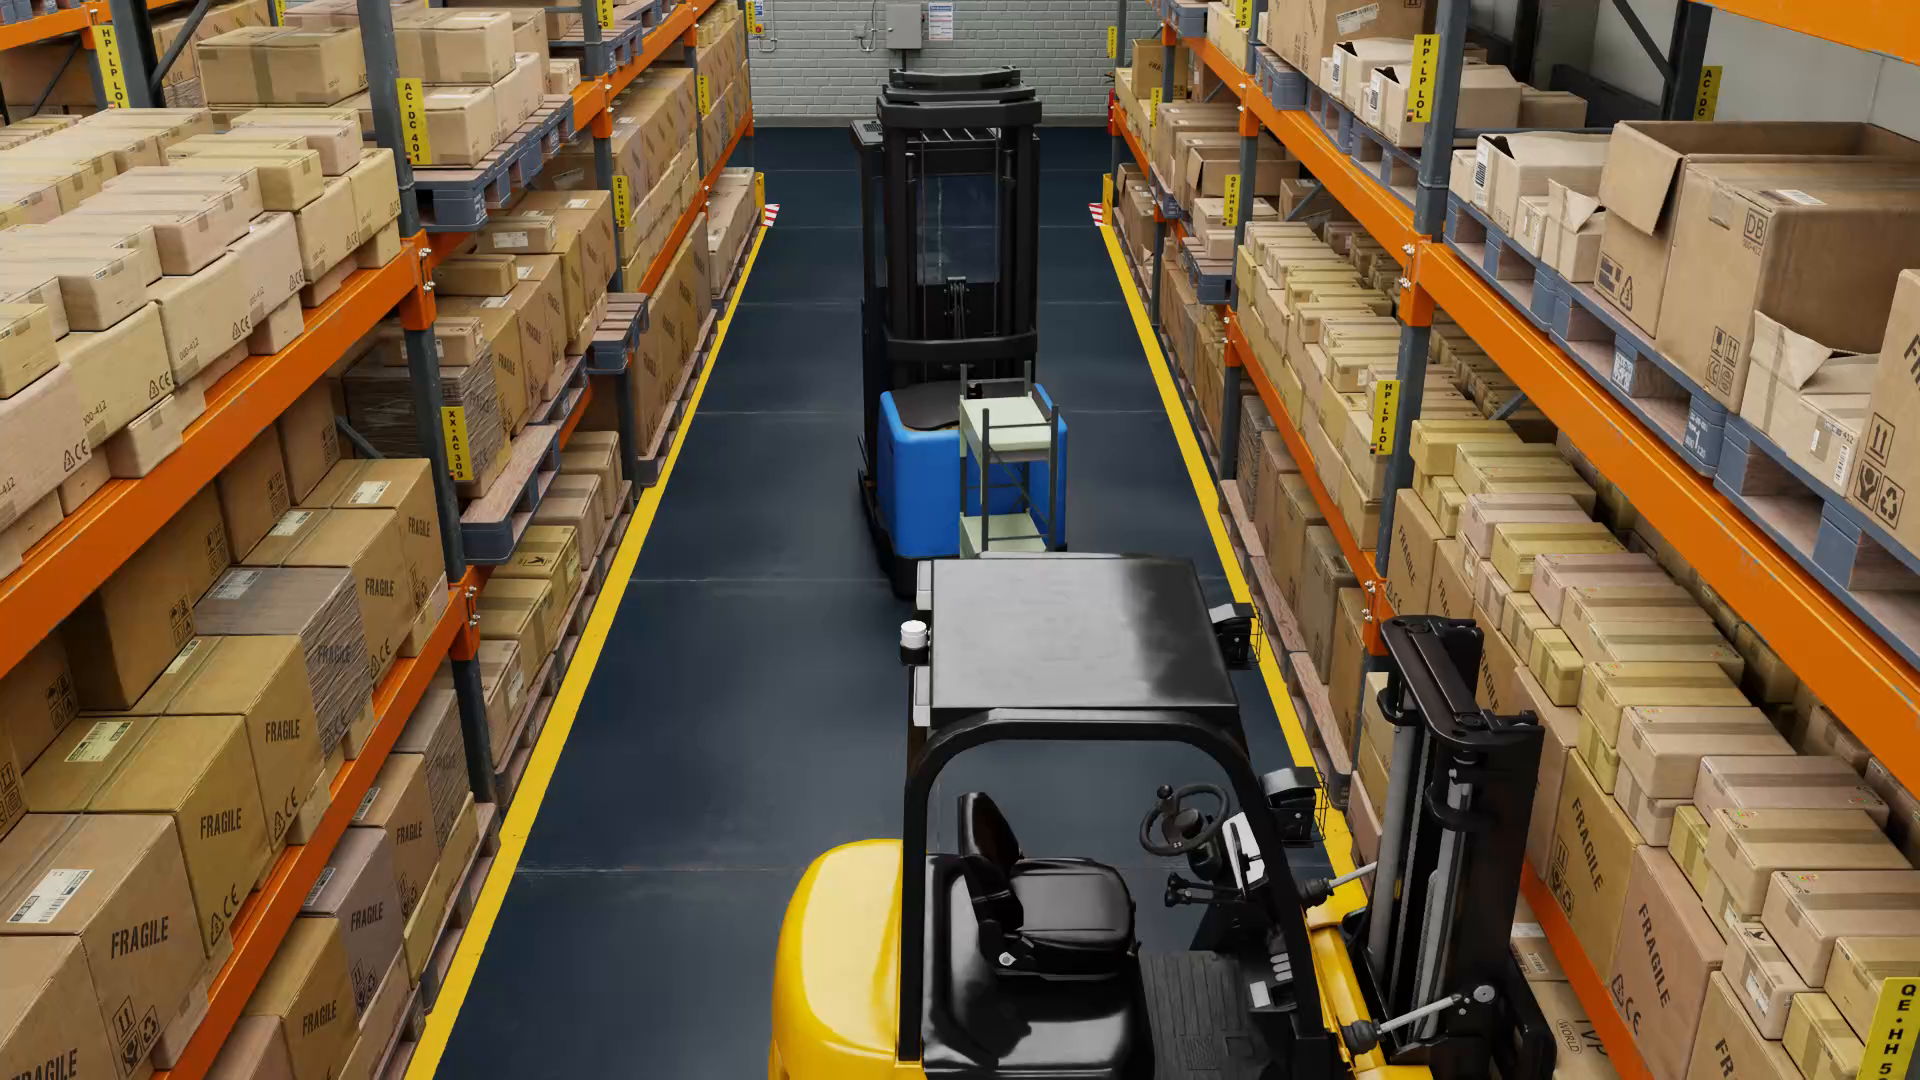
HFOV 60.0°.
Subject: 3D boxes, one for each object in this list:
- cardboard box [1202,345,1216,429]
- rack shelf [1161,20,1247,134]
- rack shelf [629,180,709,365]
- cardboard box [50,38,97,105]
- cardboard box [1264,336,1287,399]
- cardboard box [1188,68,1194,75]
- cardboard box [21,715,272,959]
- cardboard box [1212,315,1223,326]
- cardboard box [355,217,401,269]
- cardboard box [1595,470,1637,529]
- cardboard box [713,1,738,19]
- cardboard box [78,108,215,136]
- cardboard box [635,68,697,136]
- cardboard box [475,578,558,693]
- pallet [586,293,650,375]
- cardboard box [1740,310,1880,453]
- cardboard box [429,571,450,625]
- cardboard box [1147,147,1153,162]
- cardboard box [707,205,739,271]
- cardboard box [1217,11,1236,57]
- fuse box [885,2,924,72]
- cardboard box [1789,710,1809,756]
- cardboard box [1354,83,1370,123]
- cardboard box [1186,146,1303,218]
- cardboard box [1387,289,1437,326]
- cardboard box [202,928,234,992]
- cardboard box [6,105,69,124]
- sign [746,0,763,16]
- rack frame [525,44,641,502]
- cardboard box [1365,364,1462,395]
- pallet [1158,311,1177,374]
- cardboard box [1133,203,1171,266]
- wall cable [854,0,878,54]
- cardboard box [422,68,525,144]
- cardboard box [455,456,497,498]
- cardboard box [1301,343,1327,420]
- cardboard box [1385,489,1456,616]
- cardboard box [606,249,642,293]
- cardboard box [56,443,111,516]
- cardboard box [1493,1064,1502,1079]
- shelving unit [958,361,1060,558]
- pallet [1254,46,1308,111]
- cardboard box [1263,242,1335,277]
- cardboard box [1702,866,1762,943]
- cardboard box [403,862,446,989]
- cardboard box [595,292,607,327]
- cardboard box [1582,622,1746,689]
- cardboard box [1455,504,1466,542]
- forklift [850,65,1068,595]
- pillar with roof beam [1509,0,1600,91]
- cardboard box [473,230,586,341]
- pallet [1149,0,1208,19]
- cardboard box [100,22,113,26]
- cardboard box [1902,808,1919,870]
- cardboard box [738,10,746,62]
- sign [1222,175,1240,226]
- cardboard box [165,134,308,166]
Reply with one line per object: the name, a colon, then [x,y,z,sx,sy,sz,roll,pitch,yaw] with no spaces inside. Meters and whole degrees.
cardboard box: [2.057,-1.105,12.078,0.500,0.500,0.500,-1,24,-1]
rack shelf: [2.250,-3.536,12.162,1.077,0.370,4.000,0,24,-1]
rack shelf: [-2.713,-2.146,12.728,1.077,0.370,4.000,0,24,-1]
cardboard box: [-7.445,-4.058,14.386,0.500,0.500,0.500,0,24,1]
cardboard box: [2.046,-1.002,9.507,0.500,0.250,0.500,-1,24,-2]
cardboard box: [2.455,-4.849,17.652,0.500,0.250,0.500,0,24,1]
cardboard box: [-2.348,0.846,4.757,0.500,0.500,0.500,-1,24,-2]
cardboard box: [2.063,-1.554,12.282,0.380,0.149,0.250,0,24,1]
cardboard box: [-2.339,-1.125,6.262,0.380,0.149,0.250,0,24,0]
cardboard box: [2.599,-0.159,6.192,0.380,0.149,0.250,0,24,-1]
cardboard box: [-2.461,-5.385,16.895,0.380,0.149,0.250,0,24,-1]
cardboard box: [-2.971,-1.486,6.092,0.380,0.149,0.250,-1,24,-1]
cardboard box: [-2.479,-3.616,13.770,0.500,0.500,0.500,1,24,1]
cardboard box: [-2.667,0.492,8.701,0.950,0.372,0.625,1,24,3]
pallet: [-2.577,-1.269,10.148,1.213,0.211,1.003,0,24,-1]
cardboard box: [2.044,-0.364,3.807,0.396,0.266,0.258,0,24,0]
cardboard box: [-2.339,0.244,6.875,0.380,0.149,0.250,-1,24,-1]
cardboard box: [1.921,-3.552,15.268,0.380,0.149,0.250,0,24,1]
cardboard box: [-2.645,-2.950,16.232,0.875,0.438,0.875,-1,24,-2]
cardboard box: [2.017,-3.389,11.146,0.500,0.250,0.500,0,24,0]
fuse box: [-0.761,-6.632,23.336,0.539,1.711,0.414,0,24,-1]
cardboard box: [2.672,0.611,4.851,0.380,0.149,0.250,1,24,1]
cardboard box: [2.000,-1.966,7.491,0.380,0.149,0.250,0,24,-1]
cardboard box: [2.069,-2.584,12.187,0.797,0.503,0.637,-1,24,-2]
cardboard box: [2.514,-1.249,8.963,0.380,0.149,0.250,0,24,1]
cardboard box: [-2.333,1.196,4.771,0.380,0.149,0.250,0,24,1]
cardboard box: [-7.971,-3.613,14.616,0.500,0.500,0.500,0,24,0]
sign: [-2.912,-7.418,23.183,0.327,0.218,0.001,0,24,-1]
rack frame: [-2.691,-1.650,10.757,1.000,3.000,0.127,0,24,-1]
cardboard box: [2.119,-0.713,7.779,0.380,0.149,0.250,0,24,-1]
pallet: [2.275,-1.716,14.288,1.003,0.211,1.213,0,24,-1]
cardboard box: [2.078,-2.990,16.244,0.700,0.500,0.500,-1,24,-3]
wall cable: [-1.445,-7.743,22.998,0.588,1.984,0.122,0,24,-1]
cardboard box: [-2.260,-1.943,7.437,0.500,0.250,0.500,-1,24,-1]
cardboard box: [-2.338,-0.307,7.585,0.380,0.149,0.250,0,24,0]
cardboard box: [2.042,-0.808,8.473,0.500,0.250,0.500,0,24,0]
cardboard box: [2.059,0.113,6.738,0.500,0.500,0.500,-1,24,-2]
cardboard box: [-2.445,-1.784,11.236,0.500,0.250,0.500,-1,24,-1]
cardboard box: [-2.378,-0.172,4.155,0.380,0.149,0.250,-1,24,-2]
cardboard box: [2.020,1.838,5.266,0.500,0.250,0.500,-1,24,-2]
shelving unit: [0.257,-0.157,9.278,0.431,1.500,0.755,-4,25,-8]
pallet: [2.369,-2.675,9.613,1.213,0.211,1.003,1,24,2]
cardboard box: [2.014,-1.666,9.885,0.380,0.149,0.250,0,24,1]
cardboard box: [2.101,0.928,4.150,0.380,0.149,0.250,0,24,0]
cardboard box: [-2.357,1.522,6.572,0.500,0.250,0.500,-1,24,-2]
cardboard box: [-2.330,-1.379,9.953,0.380,0.149,0.250,0,24,-1]
cardboard box: [2.122,0.368,5.027,0.380,0.149,0.250,0,24,0]
cardboard box: [2.091,-0.020,6.245,0.380,0.149,0.250,0,24,-1]
forklift: [-0.098,-1.589,10.707,1.130,2.935,3.031,-4,25,-8]
pillar with roof beam: [-1.117,-3.854,8.352,9.100,9.000,0.400,0,24,-1]
cardboard box: [-2.385,-1.415,9.247,0.500,0.500,0.500,-2,24,-4]
pallet: [2.165,-4.334,13.280,1.213,0.211,1.003,0,24,-1]
cardboard box: [-7.962,-4.487,15.335,0.500,0.500,0.500,0,24,1]
cardboard box: [2.583,0.790,4.093,0.380,0.149,0.250,0,24,0]
cardboard box: [-2.535,-5.250,17.382,0.500,0.500,0.500,1,24,1]
sign: [1.729,-2.158,10.574,0.100,0.325,0.005,0,24,-1]
cardboard box: [-2.433,-1.273,5.621,0.380,0.149,0.250,0,24,1]
